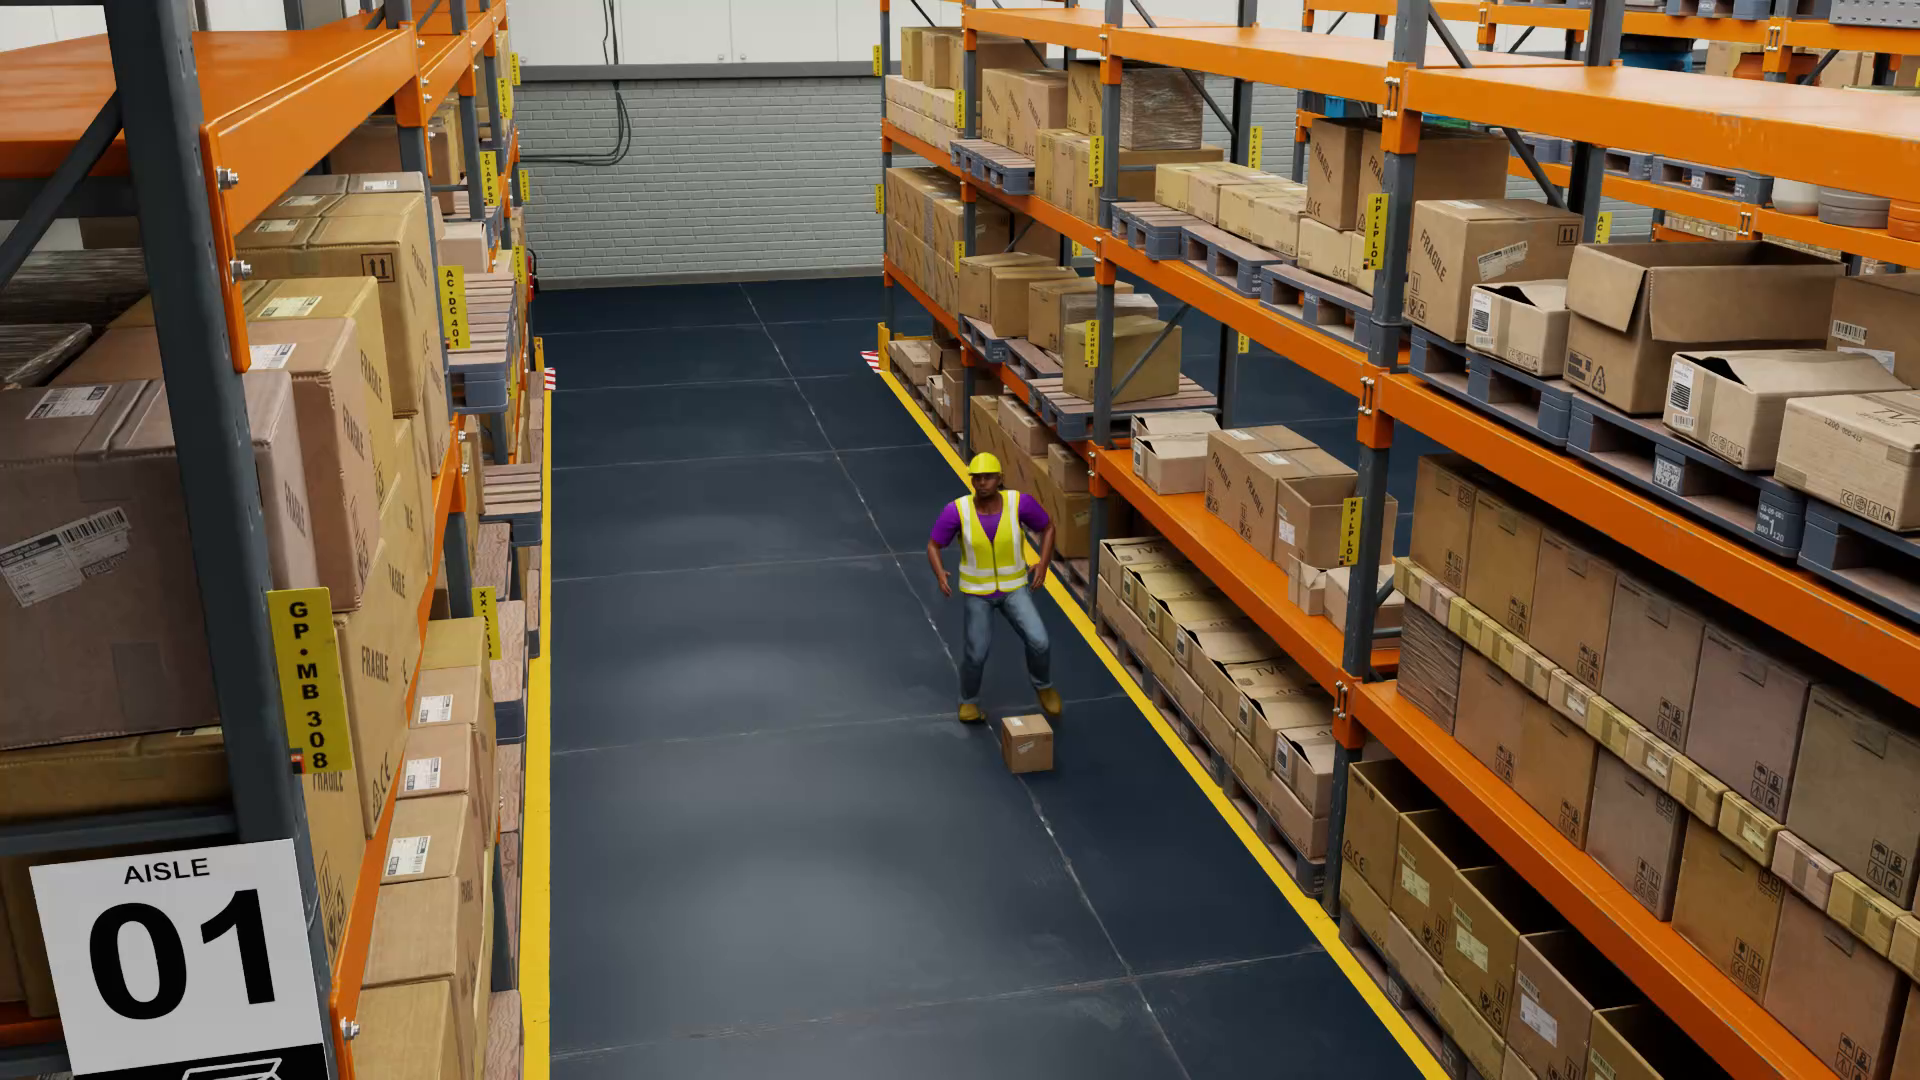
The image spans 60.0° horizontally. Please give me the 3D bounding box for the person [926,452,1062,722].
[{"bbox_3d":[0.231,0.322,10.172,0.823,1.725,0.548,-4,20,-10],"label":"person"}]
